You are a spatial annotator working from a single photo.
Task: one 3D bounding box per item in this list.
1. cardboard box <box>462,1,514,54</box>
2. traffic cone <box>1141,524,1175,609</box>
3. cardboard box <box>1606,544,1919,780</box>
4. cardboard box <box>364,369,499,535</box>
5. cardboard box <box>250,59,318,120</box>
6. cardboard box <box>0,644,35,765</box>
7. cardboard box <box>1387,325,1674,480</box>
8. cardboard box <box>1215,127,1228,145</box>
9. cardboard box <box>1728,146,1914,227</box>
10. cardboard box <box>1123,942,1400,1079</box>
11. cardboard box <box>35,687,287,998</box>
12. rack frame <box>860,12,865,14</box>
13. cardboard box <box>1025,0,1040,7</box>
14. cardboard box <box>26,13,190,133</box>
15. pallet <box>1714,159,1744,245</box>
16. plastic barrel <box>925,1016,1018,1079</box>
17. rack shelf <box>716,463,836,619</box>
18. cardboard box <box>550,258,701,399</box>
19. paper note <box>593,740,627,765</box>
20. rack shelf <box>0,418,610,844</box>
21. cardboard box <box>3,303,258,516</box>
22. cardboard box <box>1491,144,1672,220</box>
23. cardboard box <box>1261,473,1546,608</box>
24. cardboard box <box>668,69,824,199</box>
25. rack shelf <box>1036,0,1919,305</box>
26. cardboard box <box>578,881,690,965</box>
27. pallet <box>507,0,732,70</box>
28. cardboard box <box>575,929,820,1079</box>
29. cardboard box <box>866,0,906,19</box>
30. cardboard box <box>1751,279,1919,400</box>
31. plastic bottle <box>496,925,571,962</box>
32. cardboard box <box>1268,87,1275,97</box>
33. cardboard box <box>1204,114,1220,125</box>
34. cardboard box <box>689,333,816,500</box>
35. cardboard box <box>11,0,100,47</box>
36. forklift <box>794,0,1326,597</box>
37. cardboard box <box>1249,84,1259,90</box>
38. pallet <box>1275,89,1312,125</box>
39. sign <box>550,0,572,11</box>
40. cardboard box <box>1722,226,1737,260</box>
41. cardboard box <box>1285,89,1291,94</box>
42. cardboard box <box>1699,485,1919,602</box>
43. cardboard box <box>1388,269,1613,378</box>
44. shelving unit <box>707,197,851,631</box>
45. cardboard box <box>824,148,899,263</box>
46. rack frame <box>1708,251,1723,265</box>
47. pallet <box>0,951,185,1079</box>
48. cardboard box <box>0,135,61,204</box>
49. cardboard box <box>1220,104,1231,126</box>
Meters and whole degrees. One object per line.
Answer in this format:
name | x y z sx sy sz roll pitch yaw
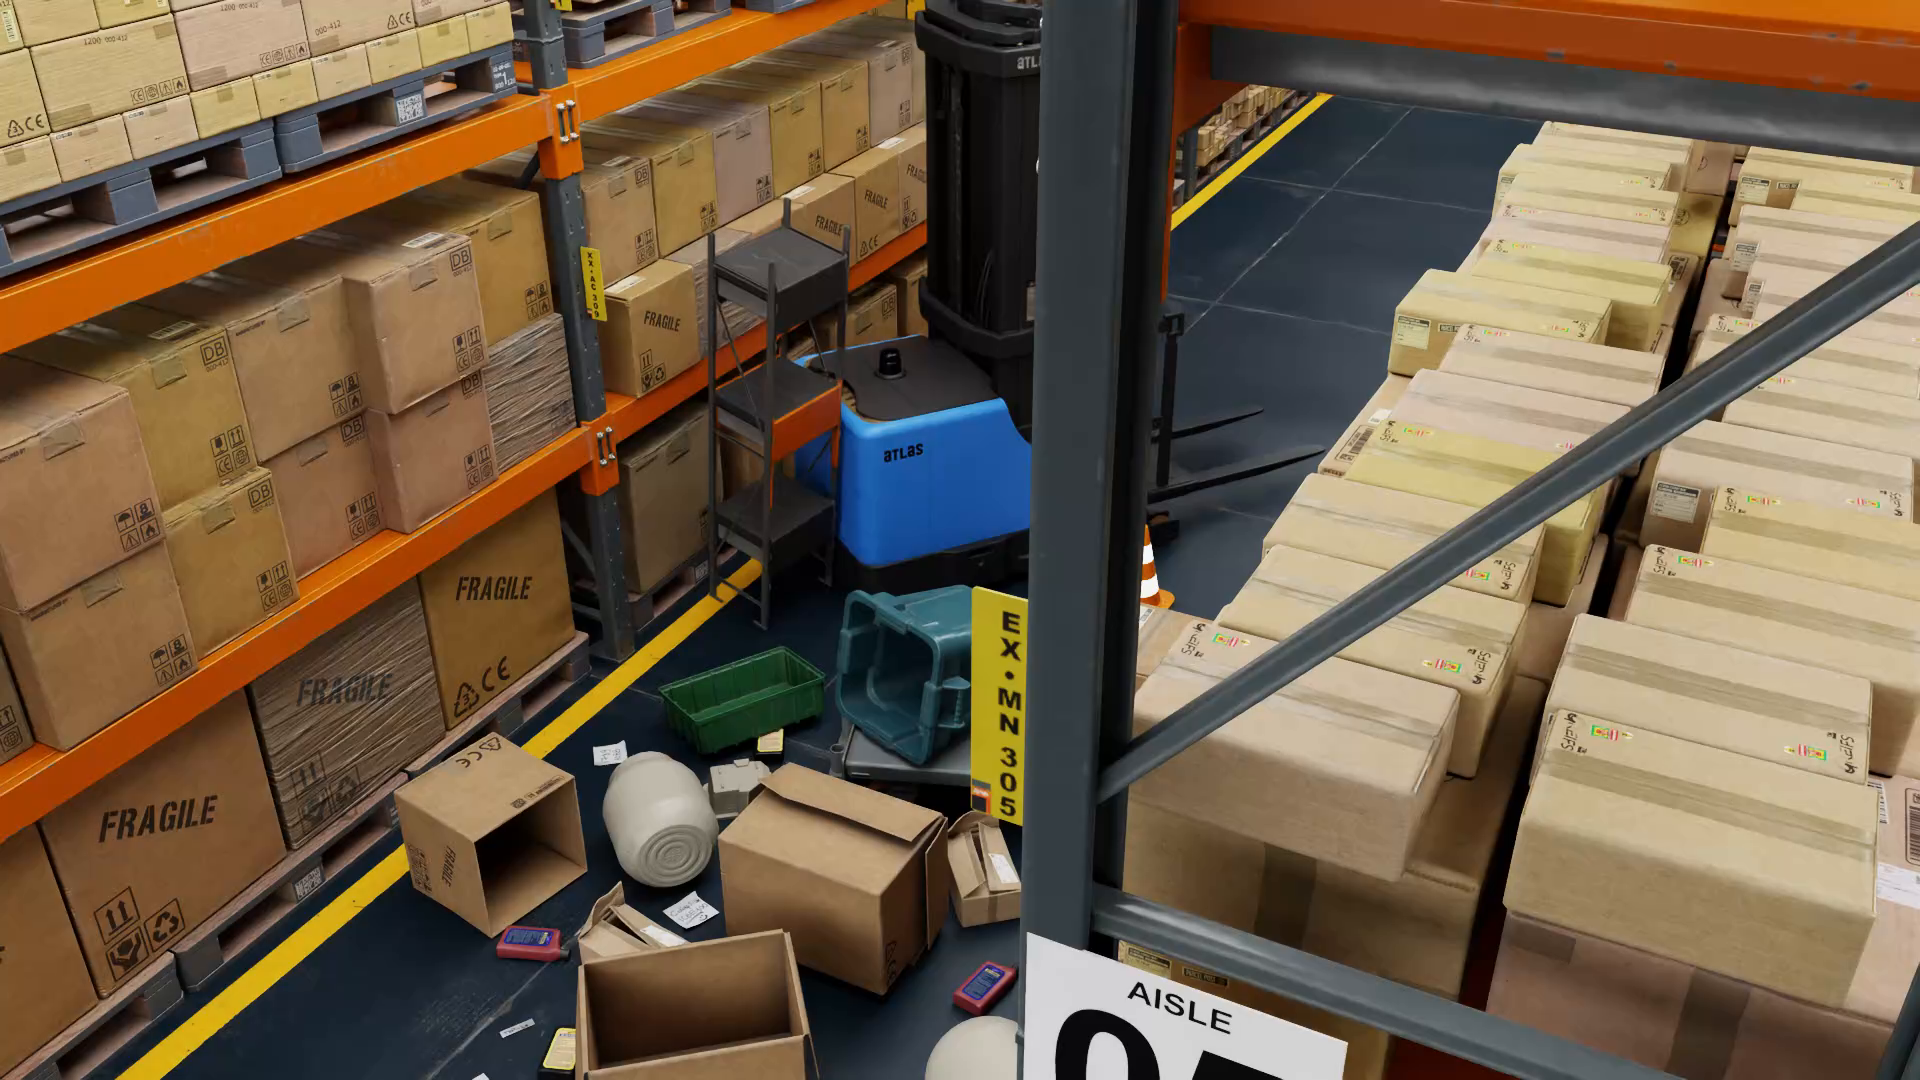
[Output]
cardboard box | -1.968 -2.009 6.455 0.380 0.149 0.250 14 33 23
traffic cone | 0.927 0.129 8.560 0.336 0.463 0.334 14 33 23
cardboard box | 1.248 0.277 2.595 0.500 0.250 0.500 14 33 23
cardboard box | -2.474 -0.476 6.916 0.875 0.550 0.550 14 33 23
cardboard box | -2.430 -1.559 5.671 0.380 0.149 0.250 15 33 24
cardboard box | -3.549 0.458 5.289 0.875 0.550 0.550 14 33 23
cardboard box | 1.228 -0.306 3.610 0.500 0.250 0.500 15 33 24
cardboard box | 2.198 -3.647 15.030 0.380 0.149 0.250 14 33 23
cardboard box | 2.168 -0.868 4.189 0.380 0.149 0.250 15 33 24
cardboard box | 0.458 0.612 2.413 0.380 0.149 0.250 14 33 23
cardboard box | -3.259 0.980 6.243 0.875 0.875 0.875 14 33 23
rack frame | -0.264 -2.599 10.765 1.000 3.000 0.127 14 33 23
cardboard box | 0.381 -4.060 12.541 0.380 0.149 0.250 16 33 25
cardboard box | -2.771 -1.470 5.116 0.500 0.250 0.500 14 33 23
pallet | 2.742 -1.217 5.533 1.213 0.211 1.003 14 33 23
plastic barrel | 0.137 1.883 5.545 0.421 0.421 0.512 -12 32 -20
rack shelf | -0.957 0.000 8.478 0.431 0.518 0.480 29 44 26
cardboard box | -1.607 -1.042 7.951 0.500 0.500 0.500 15 33 24
paper note | -1.587 0.965 7.539 0.147 0.020 0.142 -7 31 -11
rack shelf | -2.997 0.372 6.312 1.077 0.370 4.000 14 33 23
cardboard box | -3.035 -0.489 5.854 0.875 0.550 0.500 14 33 23
cardboard box | 1.568 -0.873 4.197 0.380 0.149 0.250 14 33 23
cardboard box | 0.687 0.048 2.594 0.380 0.149 0.250 14 33 23
cardboard box | -1.171 -2.201 8.966 0.700 0.500 0.500 14 33 23
rack shelf | 1.455 -1.150 2.941 1.077 0.370 4.000 14 33 23
cardboard box | -1.230 1.539 6.303 0.396 0.266 0.258 21 36 32
pallet | -1.713 -2.462 7.705 0.805 0.209 1.217 13 32 21
cardboard box | -0.910 1.755 5.689 0.797 0.503 0.637 -7 31 -11
cardboard box | -1.210 -6.275 18.877 0.875 0.875 0.875 14 33 23
cardboard box | 1.795 -0.387 3.351 0.380 0.149 0.250 15 33 24
plastic bottle | -1.640 1.569 6.456 0.283 0.061 0.133 4 30 6
cardboard box | 2.801 -4.349 15.954 0.380 0.149 0.250 16 34 26
cardboard box | 2.078 -3.791 14.683 0.380 0.149 0.250 16 34 26
cardboard box | -1.441 -0.755 9.390 1.050 0.750 0.750 14 33 23
cardboard box | -2.777 -1.569 4.887 0.380 0.149 0.250 15 33 24
forklift | 0.640 -1.416 8.773 3.031 2.935 1.130 -14 33 -23
cardboard box | 2.634 -4.369 15.690 0.380 0.149 0.250 14 33 24
pallet | 2.944 -4.551 16.963 1.003 0.211 1.213 14 33 23
sign | -1.592 -2.260 6.563 0.100 0.325 0.005 14 33 23
cardboard box | 2.175 -0.632 4.178 0.500 0.250 0.500 14 33 22
cardboard box | 3.102 -4.577 16.649 0.380 0.149 0.250 14 33 23
cardboard box | 1.338 0.070 2.556 0.380 0.149 0.250 14 33 23
cardboard box | 1.104 -0.417 3.403 0.380 0.149 0.250 15 33 24
shelving unit | -0.893 -0.557 8.037 0.431 2.100 0.503 29 44 26
cardboard box | -0.687 -1.940 9.515 0.500 0.500 0.500 14 33 22
rack frame | 2.366 0.252 5.799 1.000 3.000 0.127 14 33 23
pallet | -3.614 1.784 5.931 1.003 0.211 1.213 14 33 23
cardboard box | -2.892 -1.109 4.887 0.380 0.149 0.250 14 33 23
cardboard box | 2.248 -3.903 15.178 0.380 0.149 0.250 13 32 21
